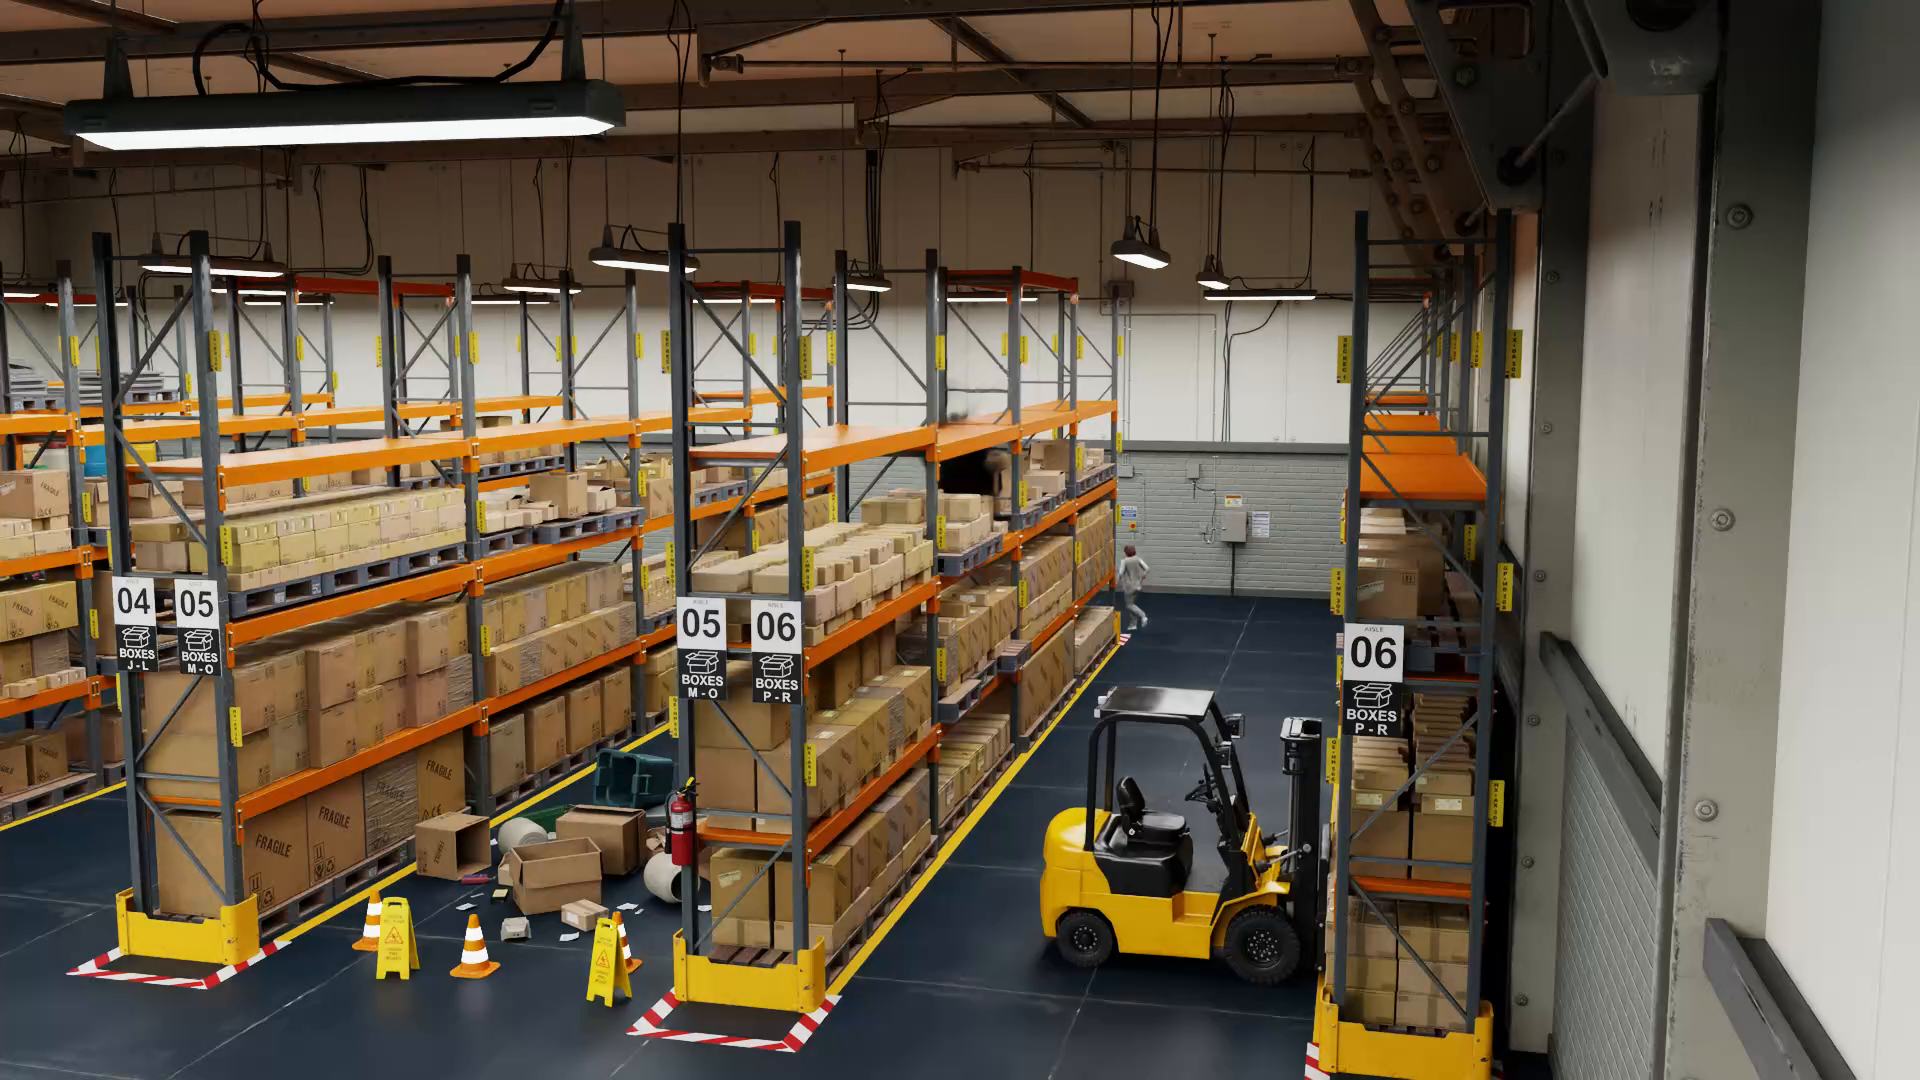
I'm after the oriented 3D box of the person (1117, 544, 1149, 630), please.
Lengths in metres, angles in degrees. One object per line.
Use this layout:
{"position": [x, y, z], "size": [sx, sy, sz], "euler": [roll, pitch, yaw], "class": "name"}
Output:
{"position": [3.031, 0.856, 29.139], "size": [0.583, 1.571, 0.646], "euler": [-4, 8, -29], "class": "person"}
